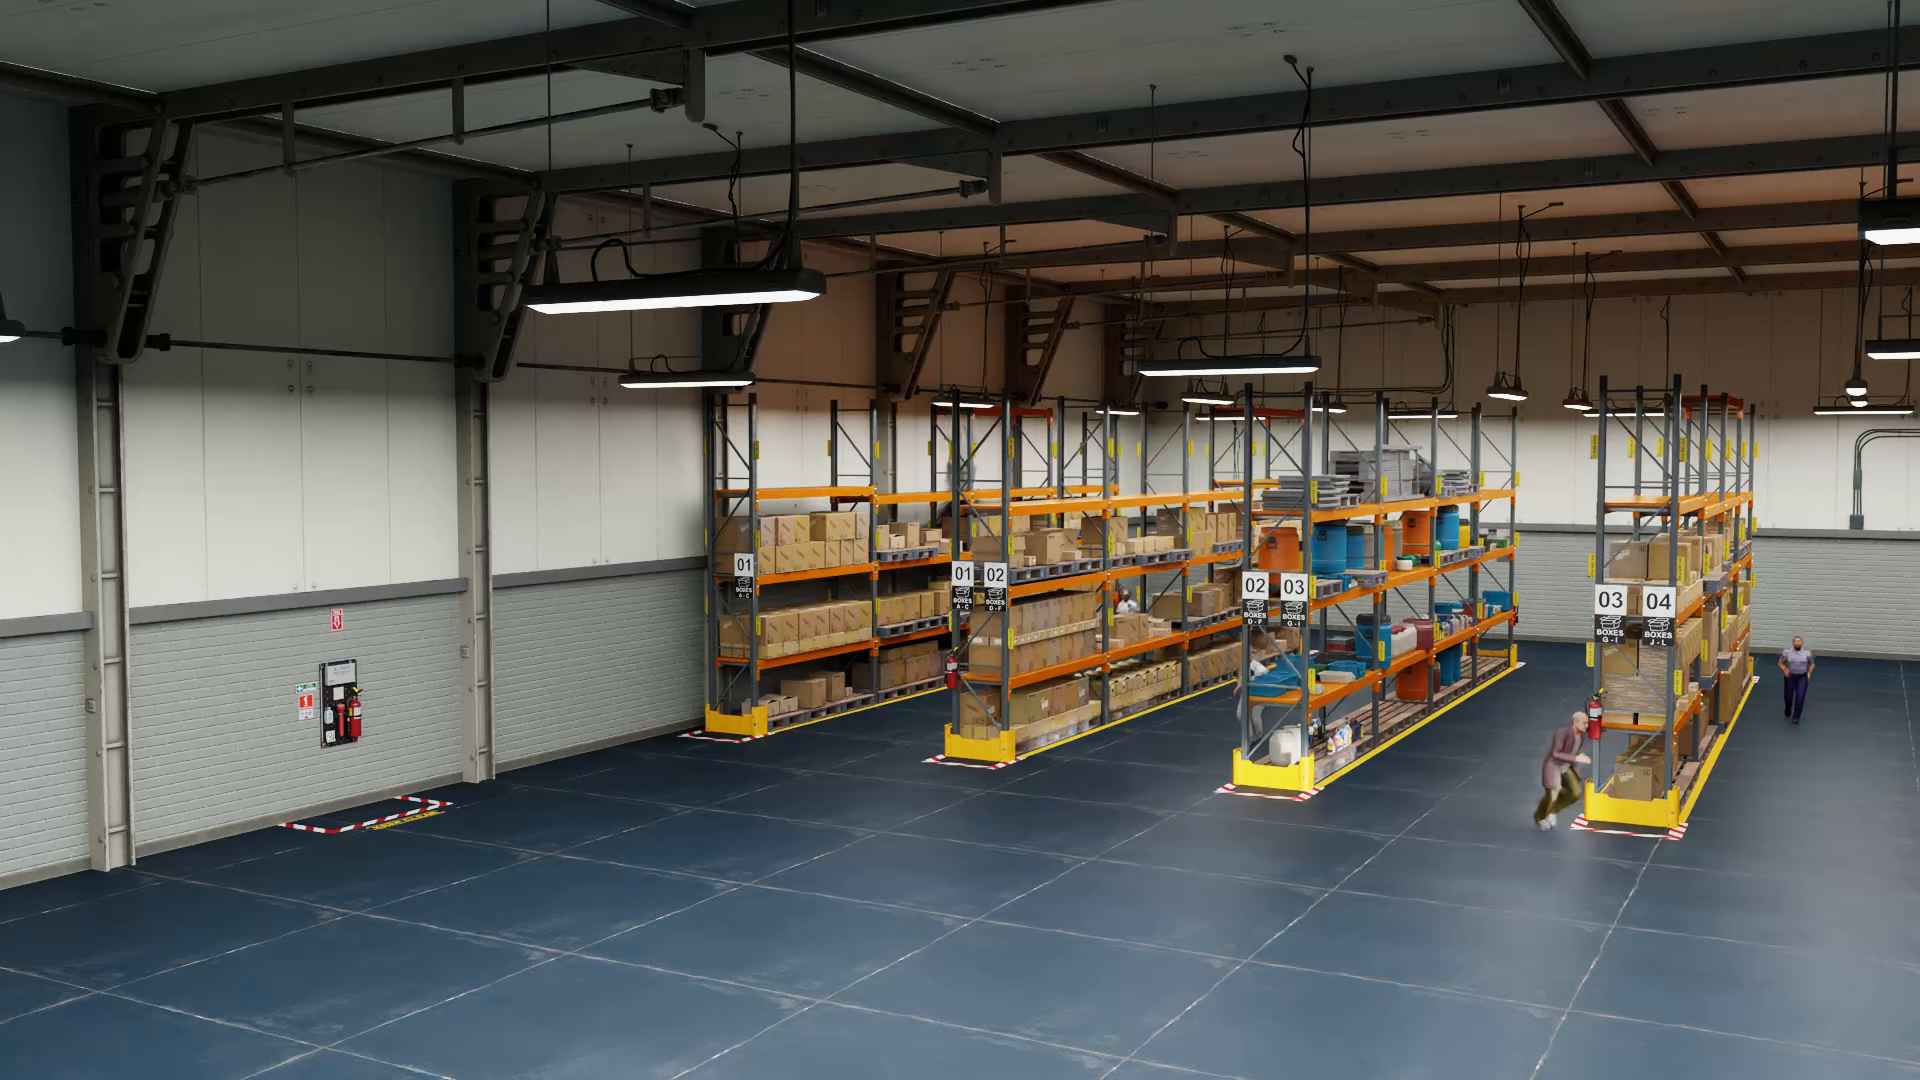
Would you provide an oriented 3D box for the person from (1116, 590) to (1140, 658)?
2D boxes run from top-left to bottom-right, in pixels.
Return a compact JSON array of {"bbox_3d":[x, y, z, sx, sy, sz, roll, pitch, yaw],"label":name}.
[{"bbox_3d":[3.983,2.017,39.888,0.562,1.661,0.562,2,4,29],"label":"person"}]

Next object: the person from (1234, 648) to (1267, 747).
[{"bbox_3d":[5.027,2.656,28.300,0.680,1.721,0.848,2,4,37],"label":"person"}]

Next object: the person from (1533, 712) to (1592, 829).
[{"bbox_3d":[7.930,3.015,21.756,0.741,1.614,0.972,-2,4,-30],"label":"person"}]

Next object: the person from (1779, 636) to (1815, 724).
[{"bbox_3d":[15.346,2.555,30.507,0.595,1.601,0.560,1,3,24],"label":"person"}]
